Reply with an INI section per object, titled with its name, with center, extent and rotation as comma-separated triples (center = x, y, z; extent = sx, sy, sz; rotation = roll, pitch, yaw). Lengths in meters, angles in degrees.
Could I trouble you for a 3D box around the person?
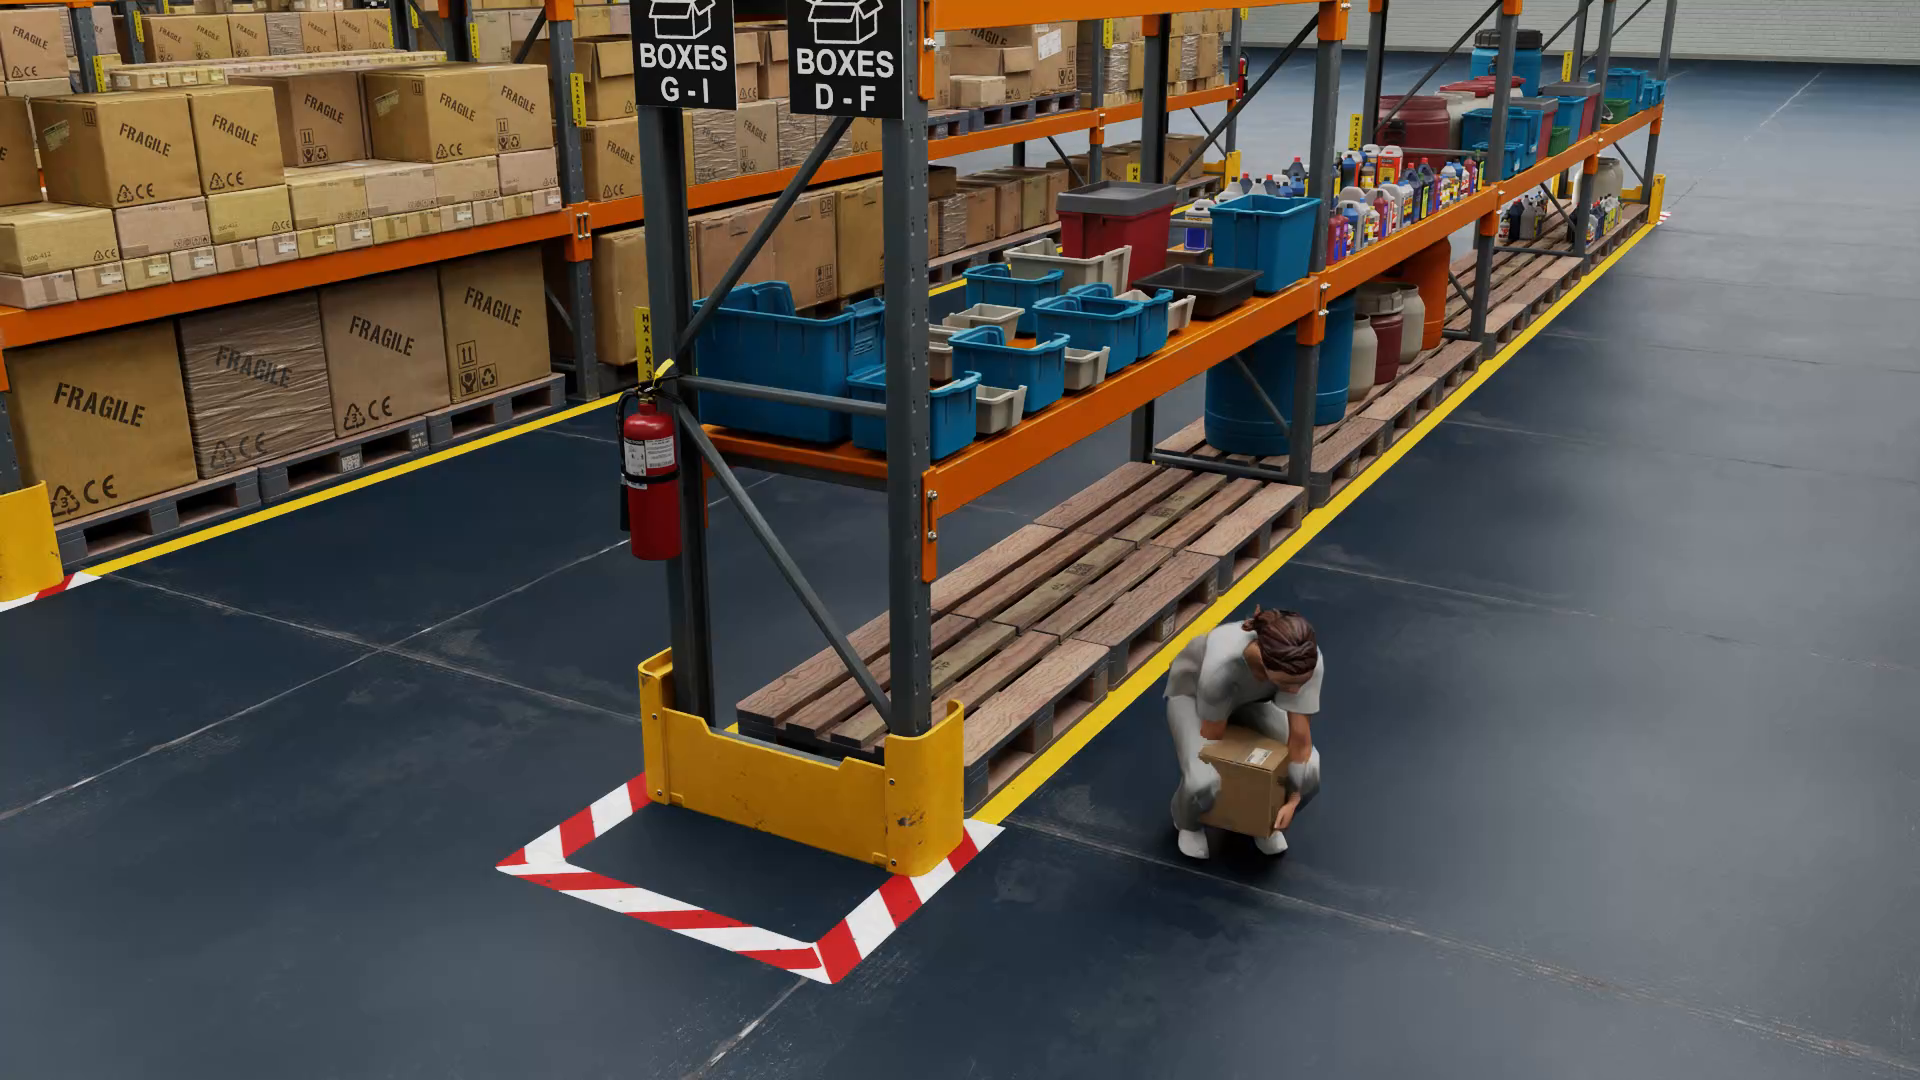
[person]
center = 0.928, 0.603, 5.423
extent = 0.459, 0.979, 0.774
rotation = -3, 20, -8
